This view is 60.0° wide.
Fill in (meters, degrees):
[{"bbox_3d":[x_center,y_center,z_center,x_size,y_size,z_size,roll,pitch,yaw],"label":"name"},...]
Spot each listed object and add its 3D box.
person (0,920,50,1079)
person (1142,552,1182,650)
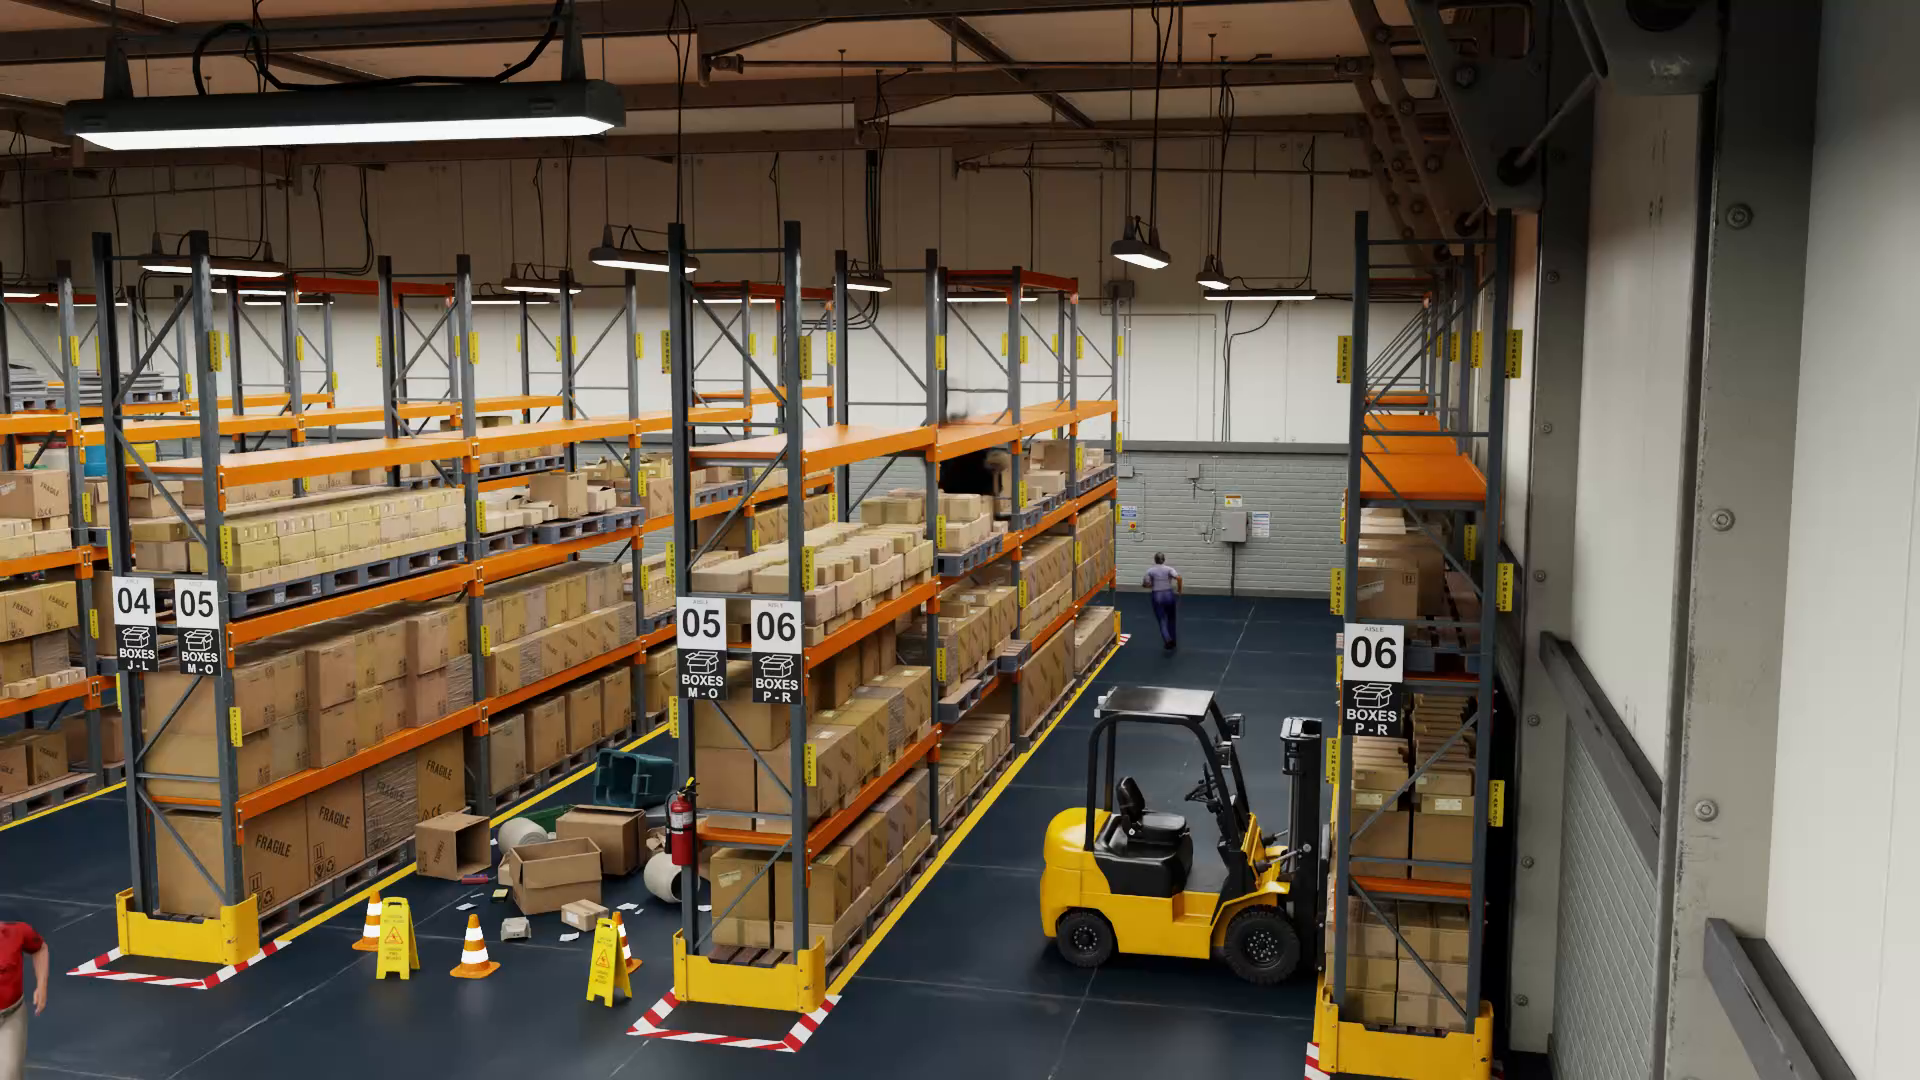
[{"bbox_3d":[-6.107,3.046,10.486,0.685,1.752,0.867,-4,8,-30],"label":"person"},{"bbox_3d":[3.325,1.014,27.439,0.644,1.641,0.919,0,7,1],"label":"person"}]
